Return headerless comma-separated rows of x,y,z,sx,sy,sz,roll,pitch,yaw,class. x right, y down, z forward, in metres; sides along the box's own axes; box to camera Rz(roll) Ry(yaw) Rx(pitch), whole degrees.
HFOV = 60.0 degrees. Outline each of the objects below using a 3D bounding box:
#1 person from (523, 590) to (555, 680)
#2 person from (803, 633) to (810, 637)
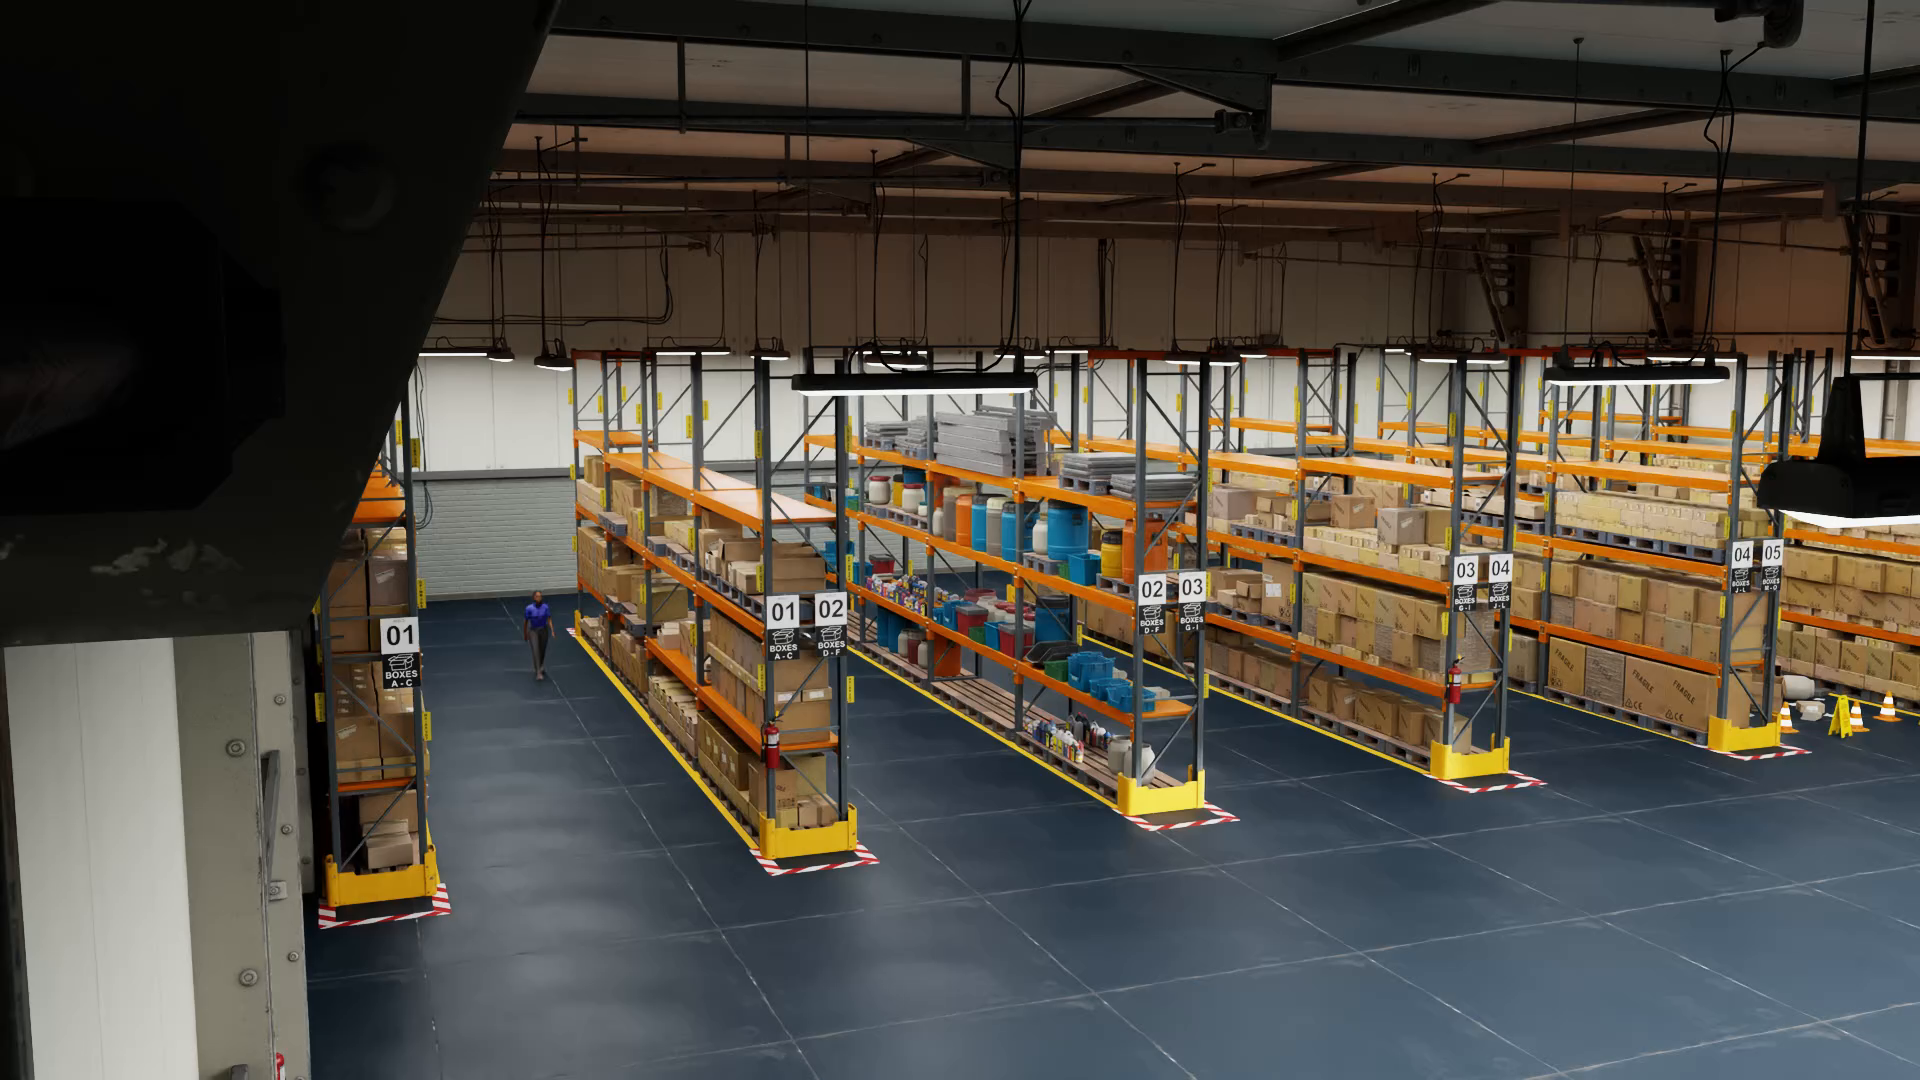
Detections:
-7.760,1.715,30.652,0.531,1.594,1.033,-3,8,-23,person
-2.631,2.071,27.519,0.489,1.677,0.481,0,7,-1,person
